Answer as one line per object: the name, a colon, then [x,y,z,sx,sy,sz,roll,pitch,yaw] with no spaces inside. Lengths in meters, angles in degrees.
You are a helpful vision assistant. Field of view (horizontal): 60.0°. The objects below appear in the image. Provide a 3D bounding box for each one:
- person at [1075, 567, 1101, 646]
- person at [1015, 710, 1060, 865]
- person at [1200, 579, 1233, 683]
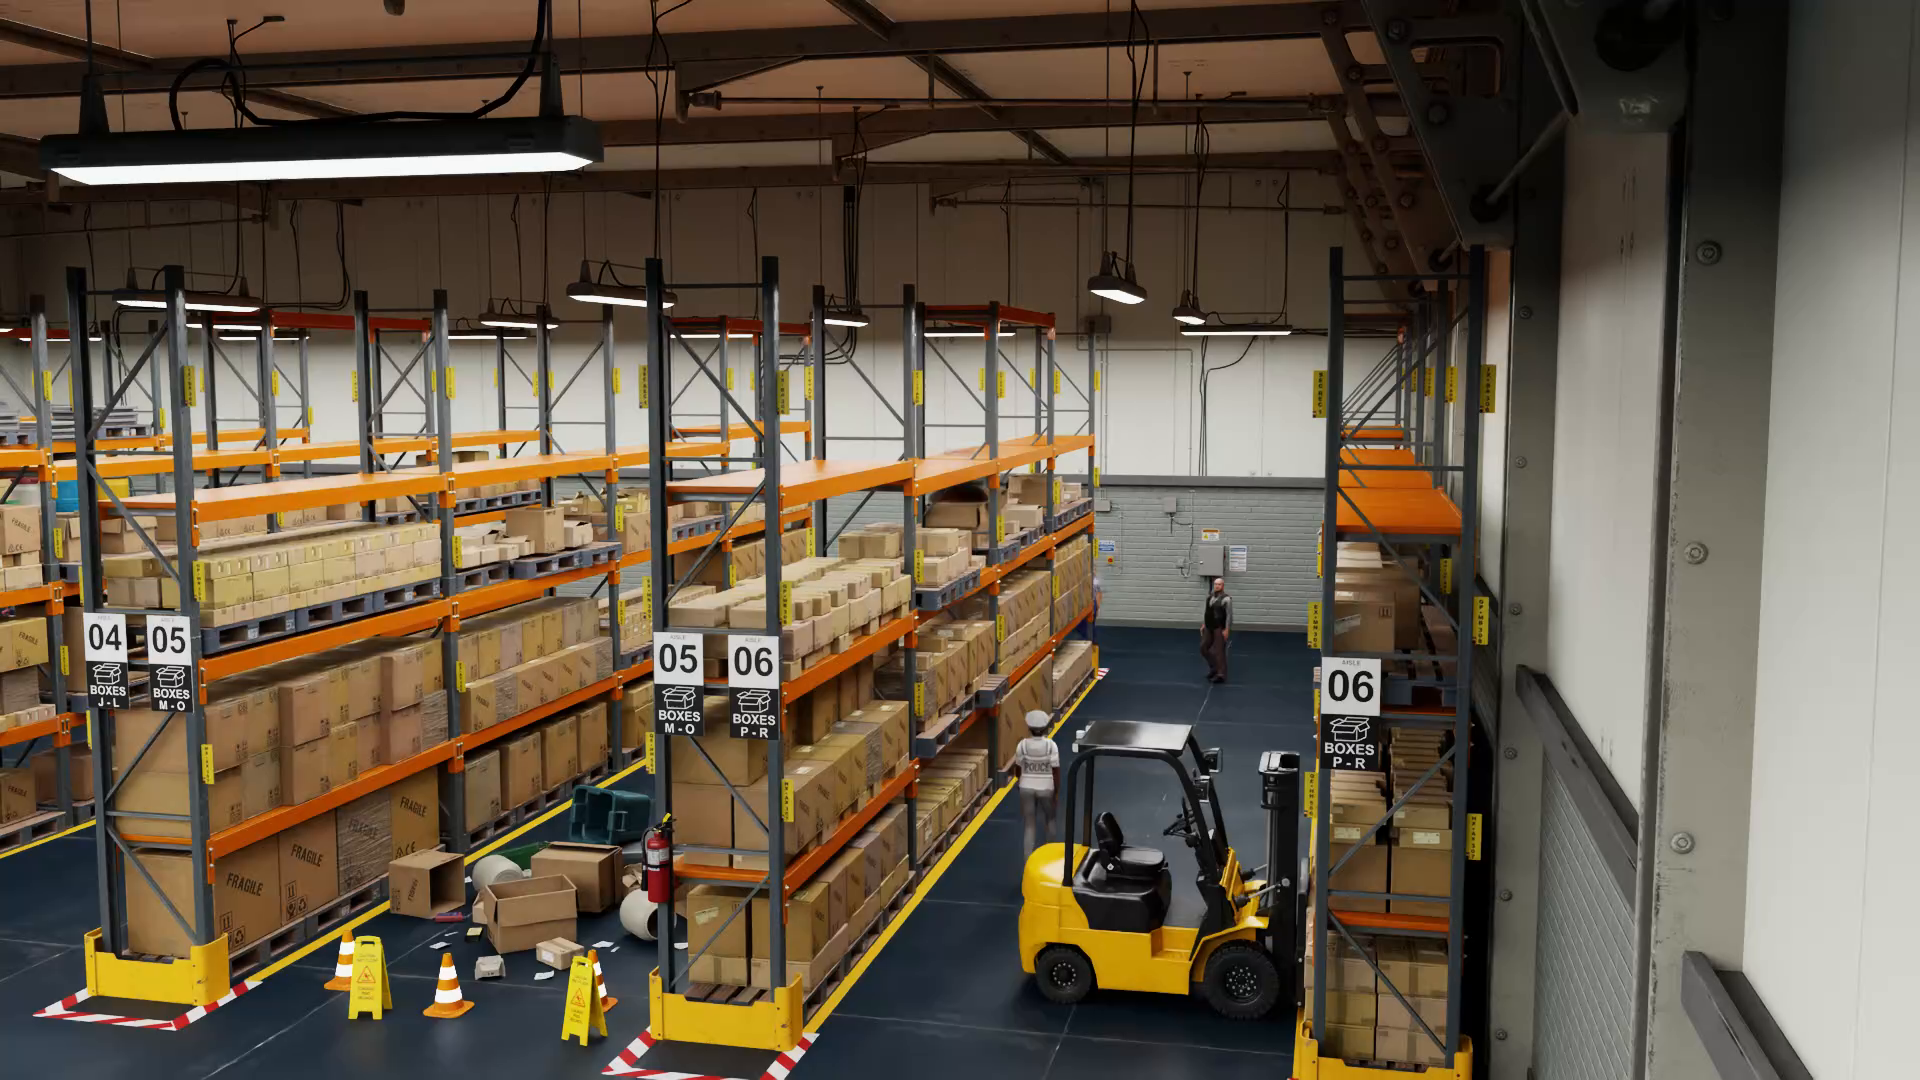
person: [2.344,1.259,30.506,0.484,1.659,0.459,0,6,4]
person: [0.808,2.589,17.161,0.484,1.715,0.738,1,6,11]
person: [4.277,1.511,27.746,0.433,1.740,0.576,-2,6,-22]
